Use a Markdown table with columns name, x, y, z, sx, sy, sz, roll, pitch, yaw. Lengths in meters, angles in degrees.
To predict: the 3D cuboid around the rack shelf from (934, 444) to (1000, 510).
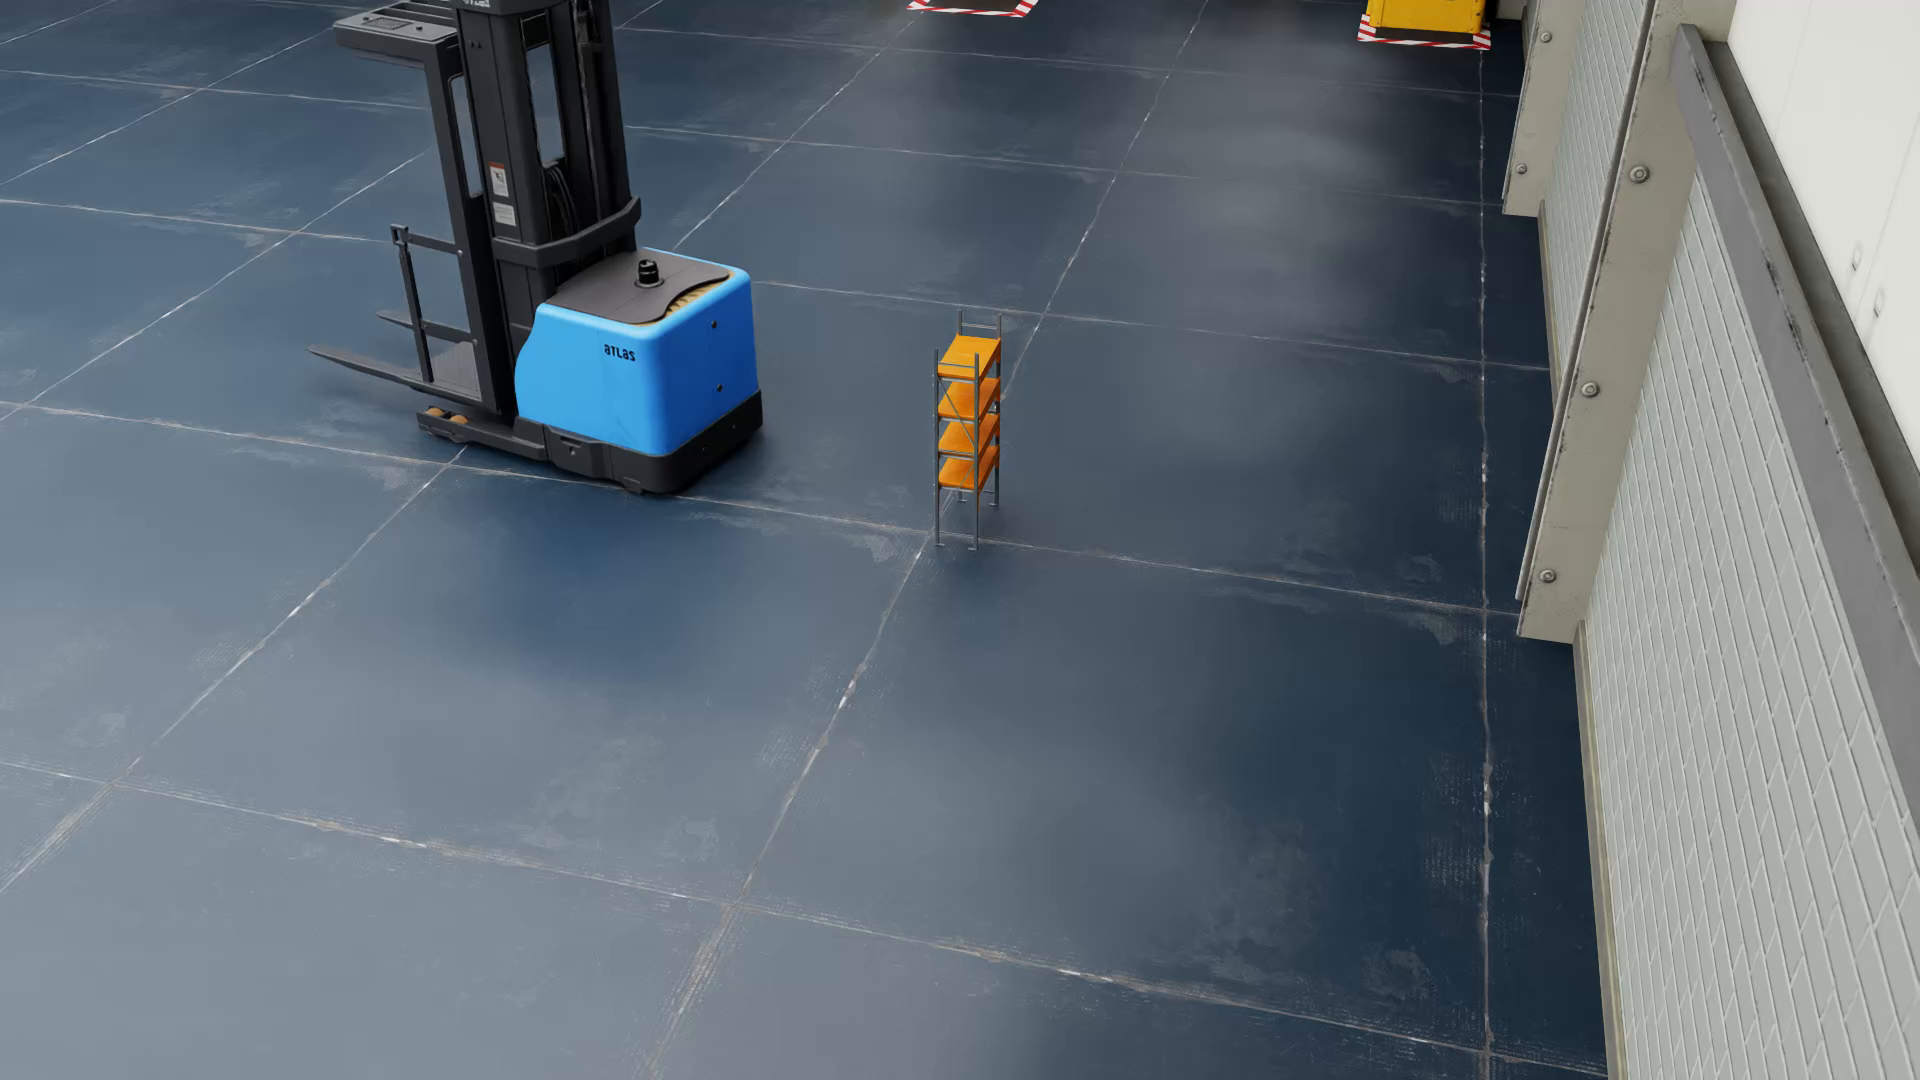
| name | x | y | z | sx | sy | sz | roll | pitch | yaw |
| --- | --- | --- | --- | --- | --- | --- | --- | --- | --- |
| rack shelf | 0.042 | -0.368 | 9.206 | 0.258 | 0.148 | 0.480 | 8 | 33 | 12 |

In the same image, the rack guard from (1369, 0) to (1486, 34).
| name | x | y | z | sx | sy | sz | roll | pitch | yaw |
| --- | --- | --- | --- | --- | --- | --- | --- | --- | --- |
| rack guard | 5.031 | -5.780 | 17.875 | 1.175 | 0.500 | 0.348 | 8 | 33 | 12 |

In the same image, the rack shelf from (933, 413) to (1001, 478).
| name | x | y | z | sx | sy | sz | roll | pitch | yaw |
| --- | --- | --- | --- | --- | --- | --- | --- | --- | --- |
| rack shelf | 0.042 | -0.535 | 9.099 | 0.258 | 0.148 | 0.480 | 8 | 33 | 12 |

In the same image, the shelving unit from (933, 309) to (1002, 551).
| name | x | y | z | sx | sy | sz | roll | pitch | yaw |
| --- | --- | --- | --- | --- | --- | --- | --- | --- | --- |
| shelving unit | 0.042 | -0.592 | 9.063 | 0.258 | 1.200 | 0.503 | 8 | 33 | 12 |

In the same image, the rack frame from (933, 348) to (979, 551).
| name | x | y | z | sx | sy | sz | roll | pitch | yaw |
| --- | --- | --- | --- | --- | --- | --- | --- | --- | --- |
| rack frame | -0.020 | -0.466 | 8.864 | 0.240 | 1.200 | 0.015 | 8 | 33 | 12 |

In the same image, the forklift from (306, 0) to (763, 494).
| name | x | y | z | sx | sy | sz | roll | pitch | yaw |
| --- | --- | --- | --- | --- | --- | --- | --- | --- | --- |
| forklift | -2.756 | -2.062 | 9.761 | 3.031 | 2.935 | 1.130 | 16 | 36 | 24 |

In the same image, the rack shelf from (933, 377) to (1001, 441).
| name | x | y | z | sx | sy | sz | roll | pitch | yaw |
| --- | --- | --- | --- | --- | --- | --- | --- | --- | --- |
| rack shelf | 0.042 | -0.724 | 8.979 | 0.258 | 0.148 | 0.480 | 8 | 33 | 12 |

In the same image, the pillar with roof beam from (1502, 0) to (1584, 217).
| name | x | y | z | sx | sy | sz | roll | pitch | yaw |
| --- | --- | --- | --- | --- | --- | --- | --- | --- | --- |
| pillar with roof beam | 0.399 | -7.090 | 12.015 | 9.100 | 9.000 | 0.400 | 8 | 33 | 12 |

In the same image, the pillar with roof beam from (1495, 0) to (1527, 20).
| name | x | y | z | sx | sy | sz | roll | pitch | yaw |
| --- | --- | --- | --- | --- | --- | --- | --- | --- | --- |
| pillar with roof beam | 1.922 | -10.203 | 16.912 | 9.100 | 9.000 | 0.400 | 8 | 33 | 12 |

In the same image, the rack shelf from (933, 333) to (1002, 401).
| name | x | y | z | sx | sy | sz | roll | pitch | yaw |
| --- | --- | --- | --- | --- | --- | --- | --- | --- | --- |
| rack shelf | 0.042 | -0.924 | 8.852 | 0.258 | 0.148 | 0.480 | 8 | 33 | 12 |

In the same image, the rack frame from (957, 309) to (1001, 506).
| name | x | y | z | sx | sy | sz | roll | pitch | yaw |
| --- | --- | --- | --- | --- | --- | --- | --- | --- | --- |
| rack frame | 0.104 | -0.719 | 9.262 | 0.240 | 1.200 | 0.015 | 8 | 33 | 12 |

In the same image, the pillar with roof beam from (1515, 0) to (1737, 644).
| name | x | y | z | sx | sy | sz | roll | pitch | yaw |
| --- | --- | --- | --- | --- | --- | --- | --- | --- | --- |
| pillar with roof beam | -1.123 | -3.976 | 7.117 | 9.100 | 9.000 | 0.400 | 8 | 33 | 12 |
